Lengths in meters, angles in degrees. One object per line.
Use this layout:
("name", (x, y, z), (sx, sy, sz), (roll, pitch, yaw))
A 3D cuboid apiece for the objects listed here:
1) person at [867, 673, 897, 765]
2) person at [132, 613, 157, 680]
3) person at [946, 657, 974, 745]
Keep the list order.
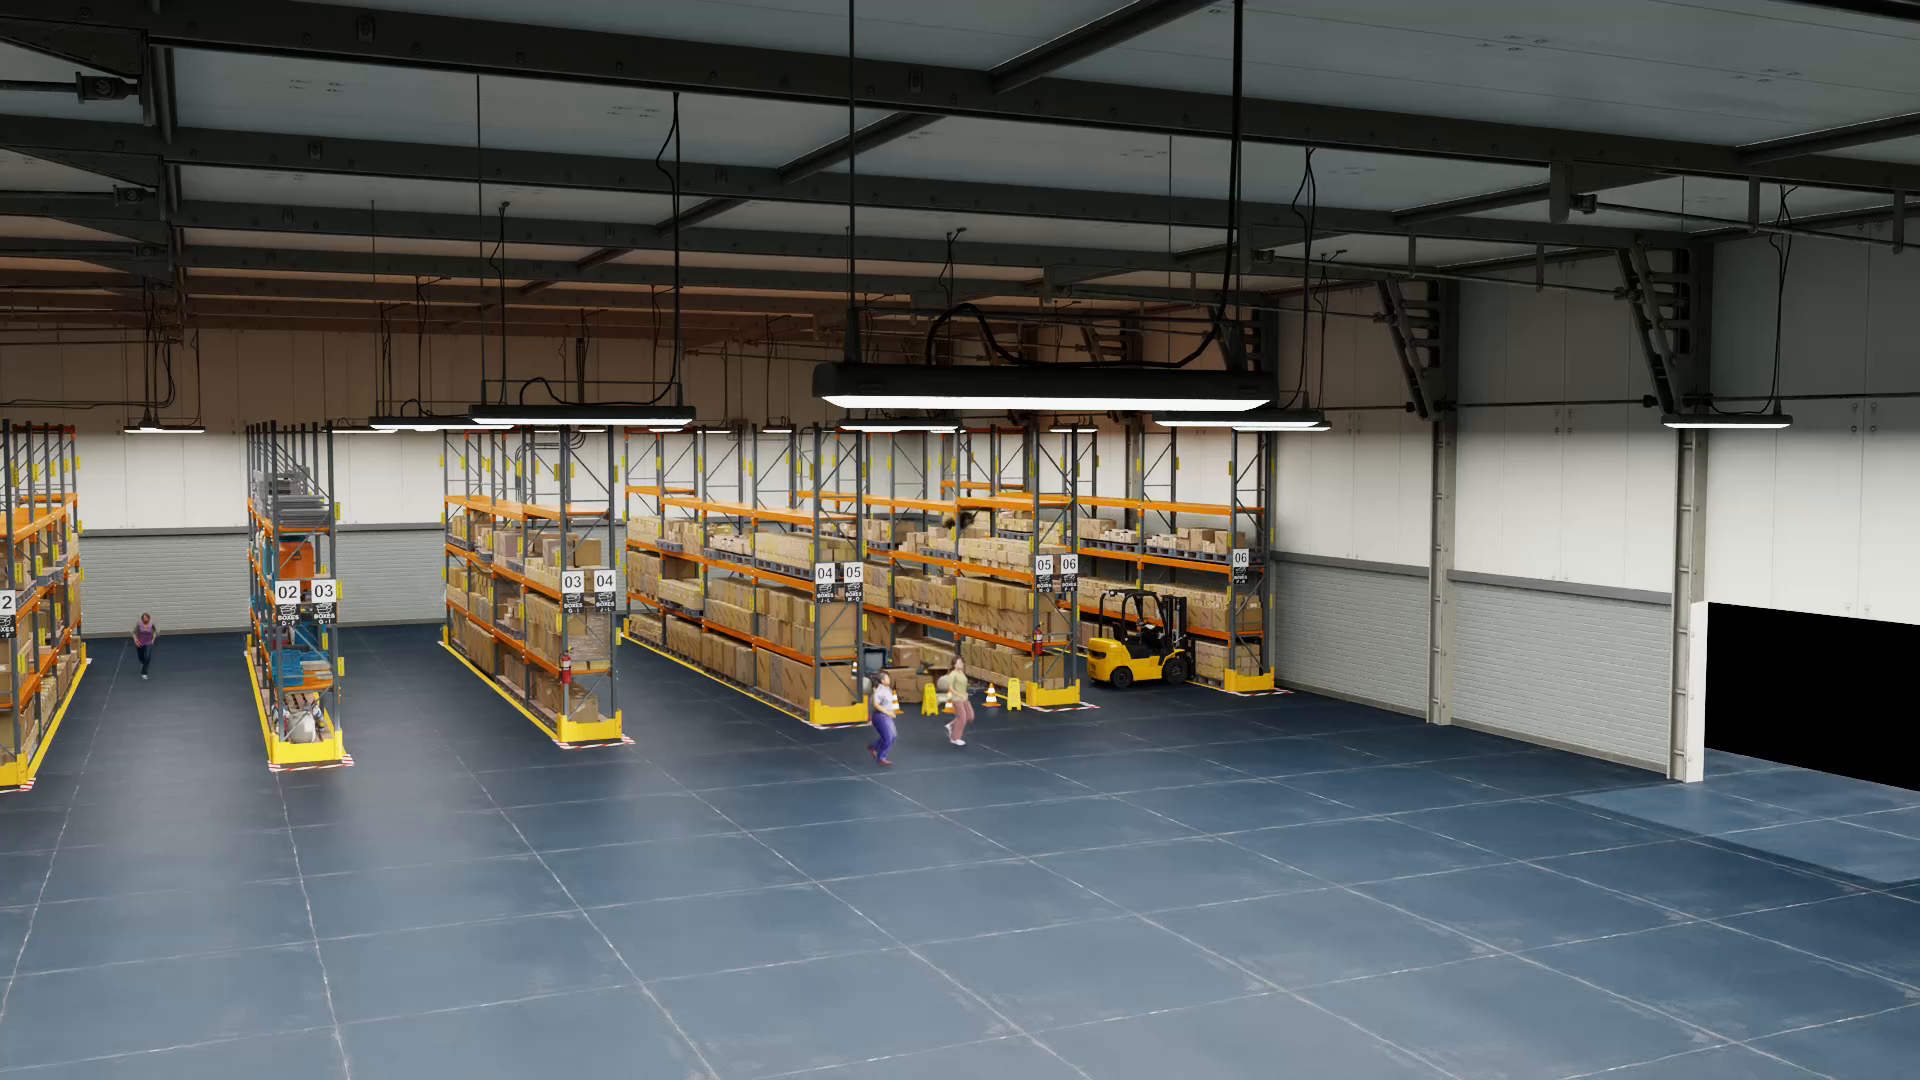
("person", (-1.377, 3.110, 28.965), (0.552, 1.613, 0.623), (1, 4, 9))
("person", (-19.336, 2.499, 39.442), (0.545, 1.581, 0.840), (-2, 4, -27))
("person", (-0.019, 2.981, 30.916), (0.529, 1.632, 0.586), (2, 4, 26))
